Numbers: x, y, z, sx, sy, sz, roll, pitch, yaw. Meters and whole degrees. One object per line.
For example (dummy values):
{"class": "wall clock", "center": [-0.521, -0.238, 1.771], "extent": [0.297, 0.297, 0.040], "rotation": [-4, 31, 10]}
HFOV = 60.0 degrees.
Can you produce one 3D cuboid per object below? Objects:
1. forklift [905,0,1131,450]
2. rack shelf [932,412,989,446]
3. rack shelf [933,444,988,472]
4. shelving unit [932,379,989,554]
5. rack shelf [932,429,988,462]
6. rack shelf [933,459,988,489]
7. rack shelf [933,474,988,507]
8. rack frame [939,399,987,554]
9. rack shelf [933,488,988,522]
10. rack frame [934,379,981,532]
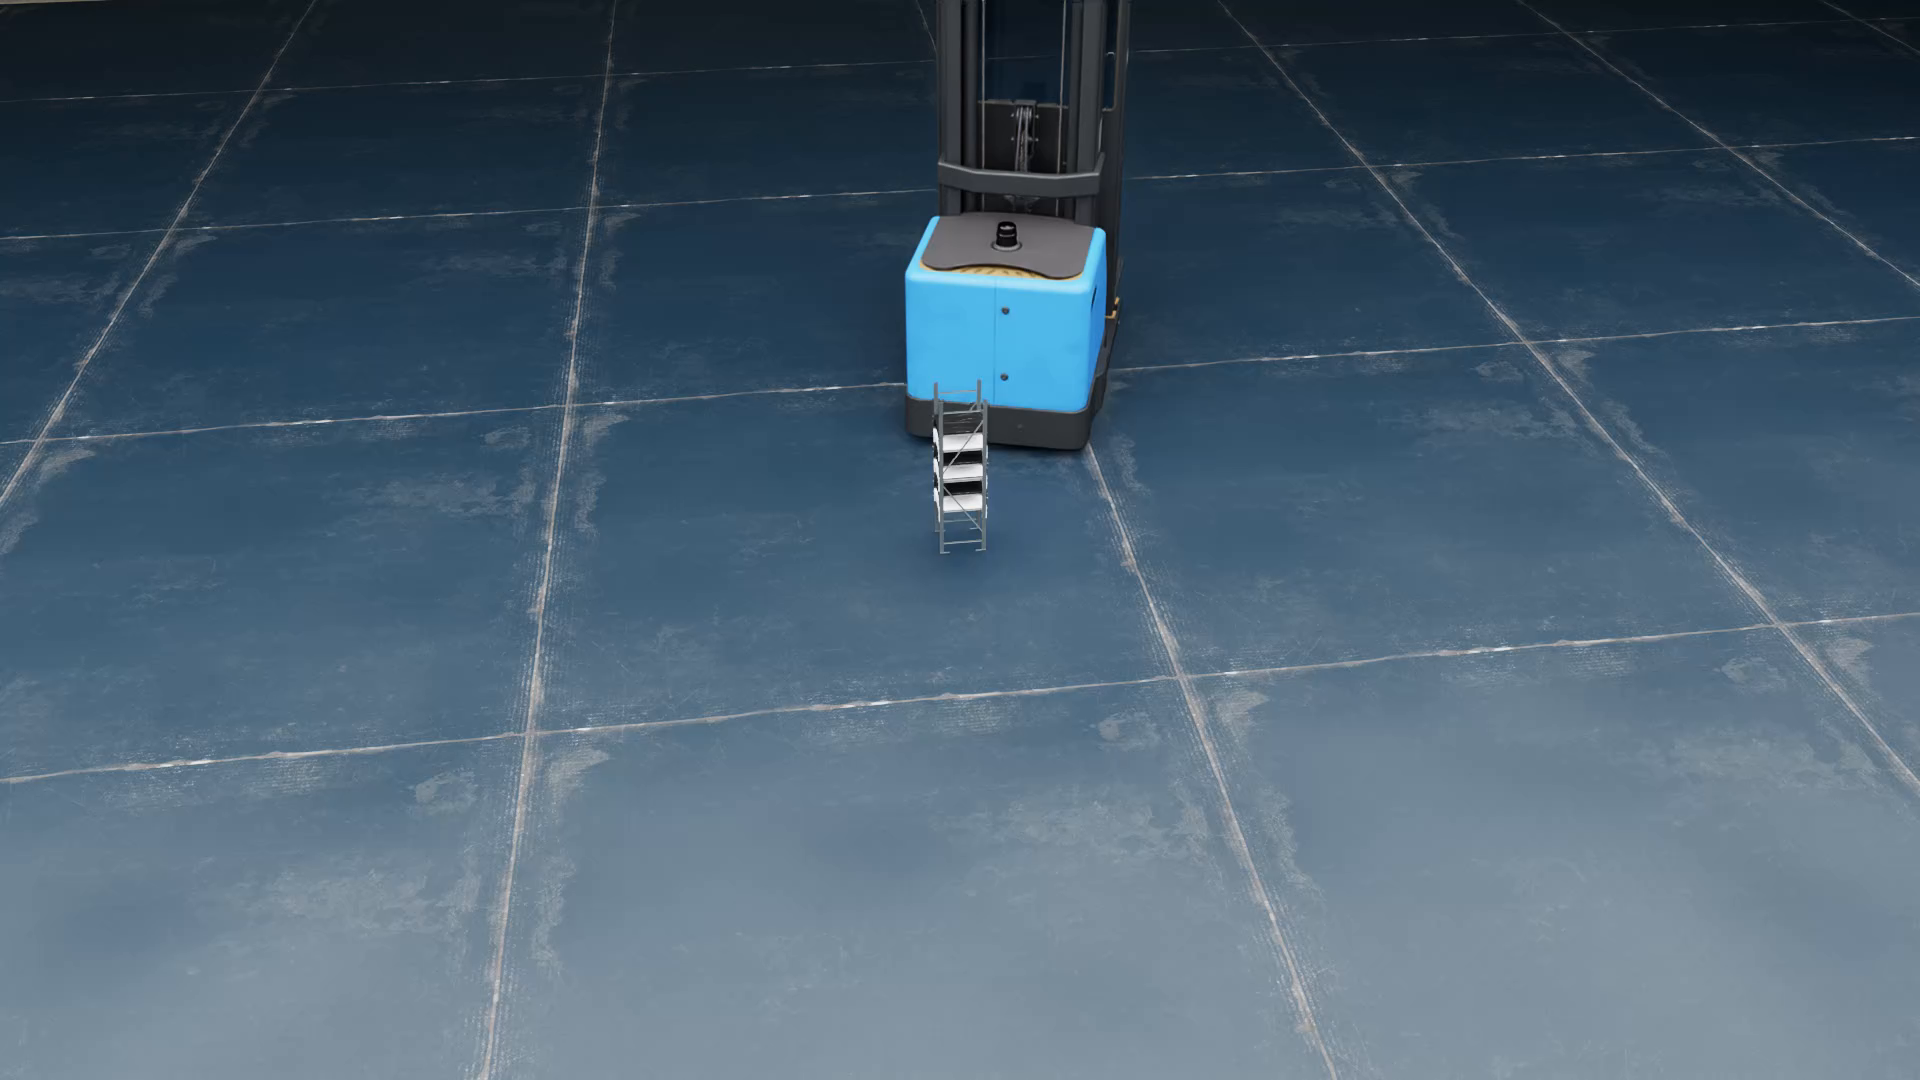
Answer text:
{"class": "forklift", "center": [0.452, -2.542, 9.877], "extent": [1.130, 2.935, 3.031], "rotation": [6, 35, 8]}
{"class": "rack shelf", "center": [0.001, -0.563, 8.357], "extent": [0.258, 0.077, 0.200], "rotation": [-4, 35, -6]}
{"class": "rack shelf", "center": [0.001, -0.414, 8.458], "extent": [0.258, 0.077, 0.200], "rotation": [-4, 35, -6]}
{"class": "shelving unit", "center": [0.001, -0.367, 8.490], "extent": [0.258, 0.900, 0.210], "rotation": [-4, 35, -6]}
{"class": "rack shelf", "center": [0.001, -0.489, 8.407], "extent": [0.258, 0.077, 0.200], "rotation": [-4, 35, -6]}
{"class": "rack shelf", "center": [0.001, -0.340, 8.509], "extent": [0.258, 0.077, 0.200], "rotation": [-4, 35, -6]}
{"class": "rack shelf", "center": [0.001, -0.265, 8.559], "extent": [0.258, 0.077, 0.200], "rotation": [-4, 35, -6]}
{"class": "rack frame", "center": [0.015, -0.311, 8.407], "extent": [0.240, 0.900, 0.006], "rotation": [-4, 35, -6]}
{"class": "rack shelf", "center": [0.001, -0.191, 8.610], "extent": [0.258, 0.077, 0.200], "rotation": [-4, 35, -6]}
{"class": "rack frame", "center": [-0.013, -0.424, 8.573], "extent": [0.240, 0.900, 0.006], "rotation": [-4, 35, -6]}
